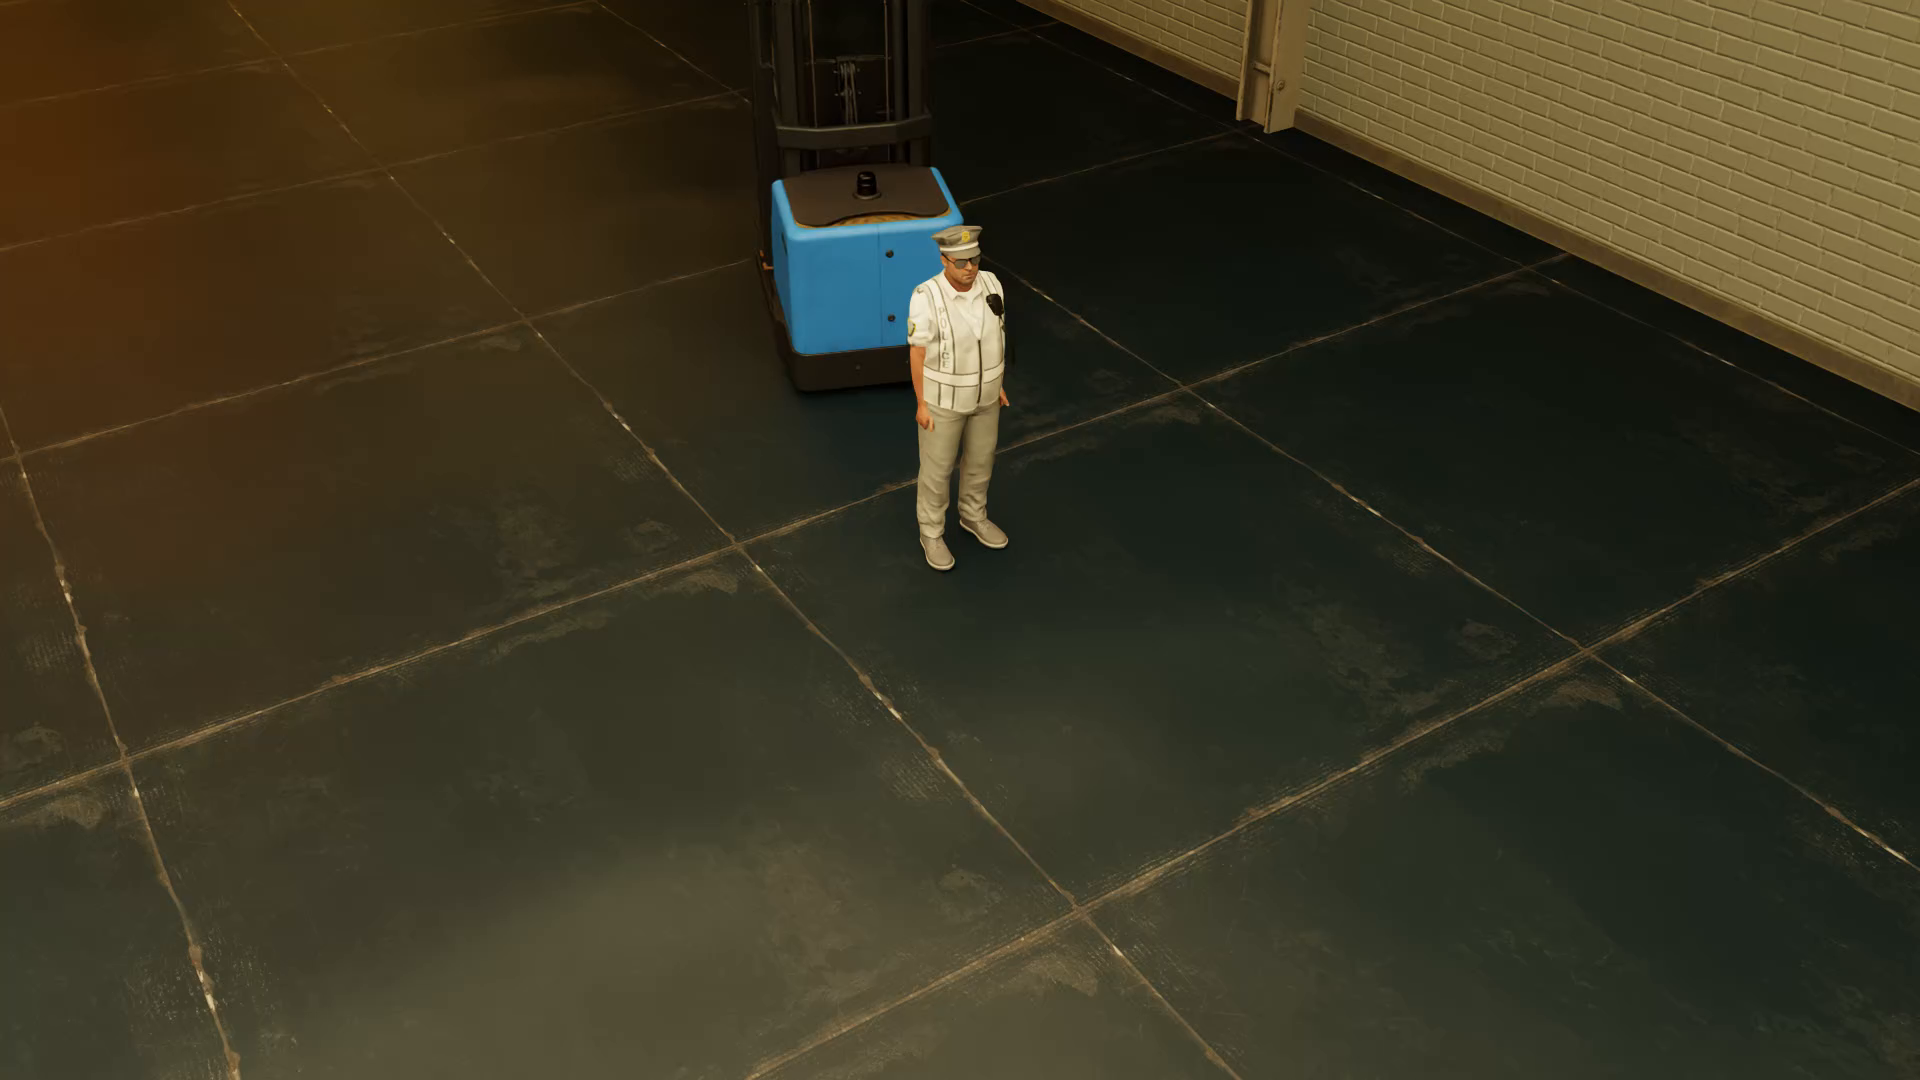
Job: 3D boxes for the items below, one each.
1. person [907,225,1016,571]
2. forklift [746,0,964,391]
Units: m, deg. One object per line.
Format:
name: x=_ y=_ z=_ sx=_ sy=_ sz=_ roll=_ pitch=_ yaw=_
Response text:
person: x=0.008 y=-0.724 z=8.187 sx=0.526 sy=1.776 sz=0.407 roll=-21 pitch=40 yaw=-27
forklift: x=-0.770 y=-2.921 z=10.305 sx=1.130 sy=2.935 sz=3.031 roll=-7 pitch=36 yaw=-10
